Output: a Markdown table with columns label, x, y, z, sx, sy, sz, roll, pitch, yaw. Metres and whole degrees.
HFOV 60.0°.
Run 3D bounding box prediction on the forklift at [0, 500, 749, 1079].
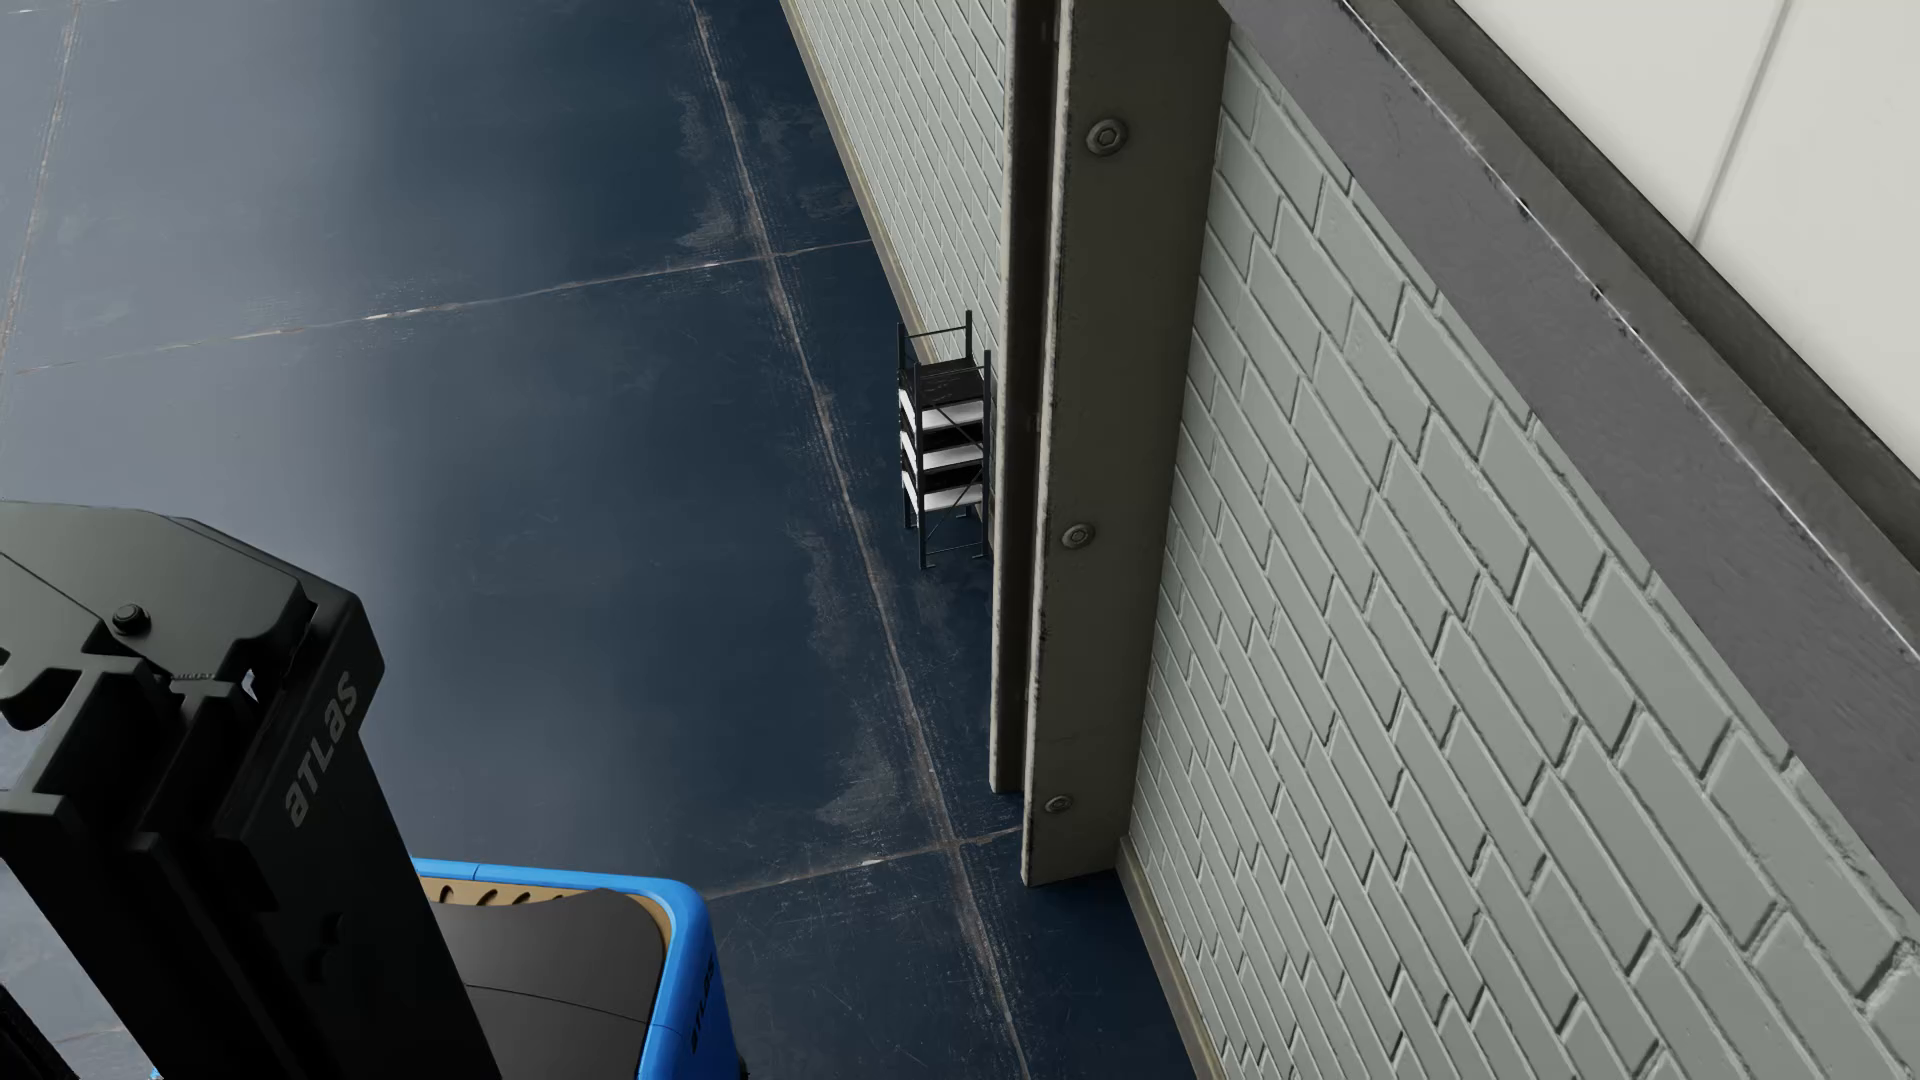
| label | x | y | z | sx | sy | sz | roll | pitch | yaw |
| --- | --- | --- | --- | --- | --- | --- | --- | --- | --- |
| forklift | -1.175 | 1.471 | 2.256 | 1.130 | 2.935 | 3.031 | 4 | 46 | 4 |

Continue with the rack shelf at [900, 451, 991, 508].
| label | x | y | z | sx | sy | sz | roll | pitch | yaw |
| --- | --- | --- | --- | --- | --- | --- | --- | --- | --- |
| rack shelf | -0.049 | -0.223 | 5.511 | 0.258 | 0.077 | 0.200 | -12 | 47 | -11 |

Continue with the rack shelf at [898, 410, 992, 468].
| label | x | y | z | sx | sy | sz | roll | pitch | yaw |
| --- | --- | --- | --- | --- | --- | --- | --- | --- | --- |
| rack shelf | -0.049 | -0.349 | 5.383 | 0.258 | 0.077 | 0.200 | -12 | 47 | -11 |

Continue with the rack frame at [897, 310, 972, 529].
| label | x | y | z | sx | sy | sz | roll | pitch | yaw |
| --- | --- | --- | --- | --- | --- | --- | --- | --- | --- |
| rack frame | -0.077 | -0.380 | 5.492 | 0.240 | 0.900 | 0.006 | -12 | 47 | -11 |

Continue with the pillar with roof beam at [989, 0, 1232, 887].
| label | x | y | z | sx | sy | sz | roll | pitch | yaw |
| --- | --- | --- | --- | --- | --- | --- | --- | --- | --- |
| pillar with roof beam | -3.875 | -1.530 | 0.949 | 9.100 | 9.000 | 0.400 | -11 | 47 | -10 |

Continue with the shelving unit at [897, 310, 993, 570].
| label | x | y | z | sx | sy | sz | roll | pitch | yaw |
| --- | --- | --- | --- | --- | --- | --- | --- | --- | --- |
| shelving unit | -0.049 | -0.310 | 5.423 | 0.258 | 0.900 | 0.210 | -12 | 47 | -11 |

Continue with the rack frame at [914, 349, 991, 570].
| label | x | y | z | sx | sy | sz | roll | pitch | yaw |
| --- | --- | --- | --- | --- | --- | --- | --- | --- | --- |
| rack frame | -0.021 | -0.240 | 5.355 | 0.240 | 0.900 | 0.006 | -12 | 47 | -11 |

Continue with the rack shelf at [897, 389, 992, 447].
| label | x | y | z | sx | sy | sz | roll | pitch | yaw |
| --- | --- | --- | --- | --- | --- | --- | --- | --- | --- |
| rack shelf | -0.050 | -0.412 | 5.318 | 0.258 | 0.077 | 0.200 | -12 | 47 | -11 |

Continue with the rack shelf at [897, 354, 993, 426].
| label | x | y | z | sx | sy | sz | roll | pitch | yaw |
| --- | --- | --- | --- | --- | --- | --- | --- | --- | --- |
| rack shelf | -0.050 | -0.475 | 5.254 | 0.258 | 0.077 | 0.200 | -12 | 47 | -11 |

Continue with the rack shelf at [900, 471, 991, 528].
| label | x | y | z | sx | sy | sz | roll | pitch | yaw |
| --- | --- | --- | --- | --- | --- | --- | --- | --- | --- |
| rack shelf | -0.049 | -0.160 | 5.576 | 0.258 | 0.077 | 0.200 | -12 | 47 | -11 |

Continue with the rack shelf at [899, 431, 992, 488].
| label | x | y | z | sx | sy | sz | roll | pitch | yaw |
| --- | --- | --- | --- | --- | --- | --- | --- | --- | --- |
| rack shelf | -0.049 | -0.286 | 5.447 | 0.258 | 0.077 | 0.200 | -12 | 47 | -11 |
